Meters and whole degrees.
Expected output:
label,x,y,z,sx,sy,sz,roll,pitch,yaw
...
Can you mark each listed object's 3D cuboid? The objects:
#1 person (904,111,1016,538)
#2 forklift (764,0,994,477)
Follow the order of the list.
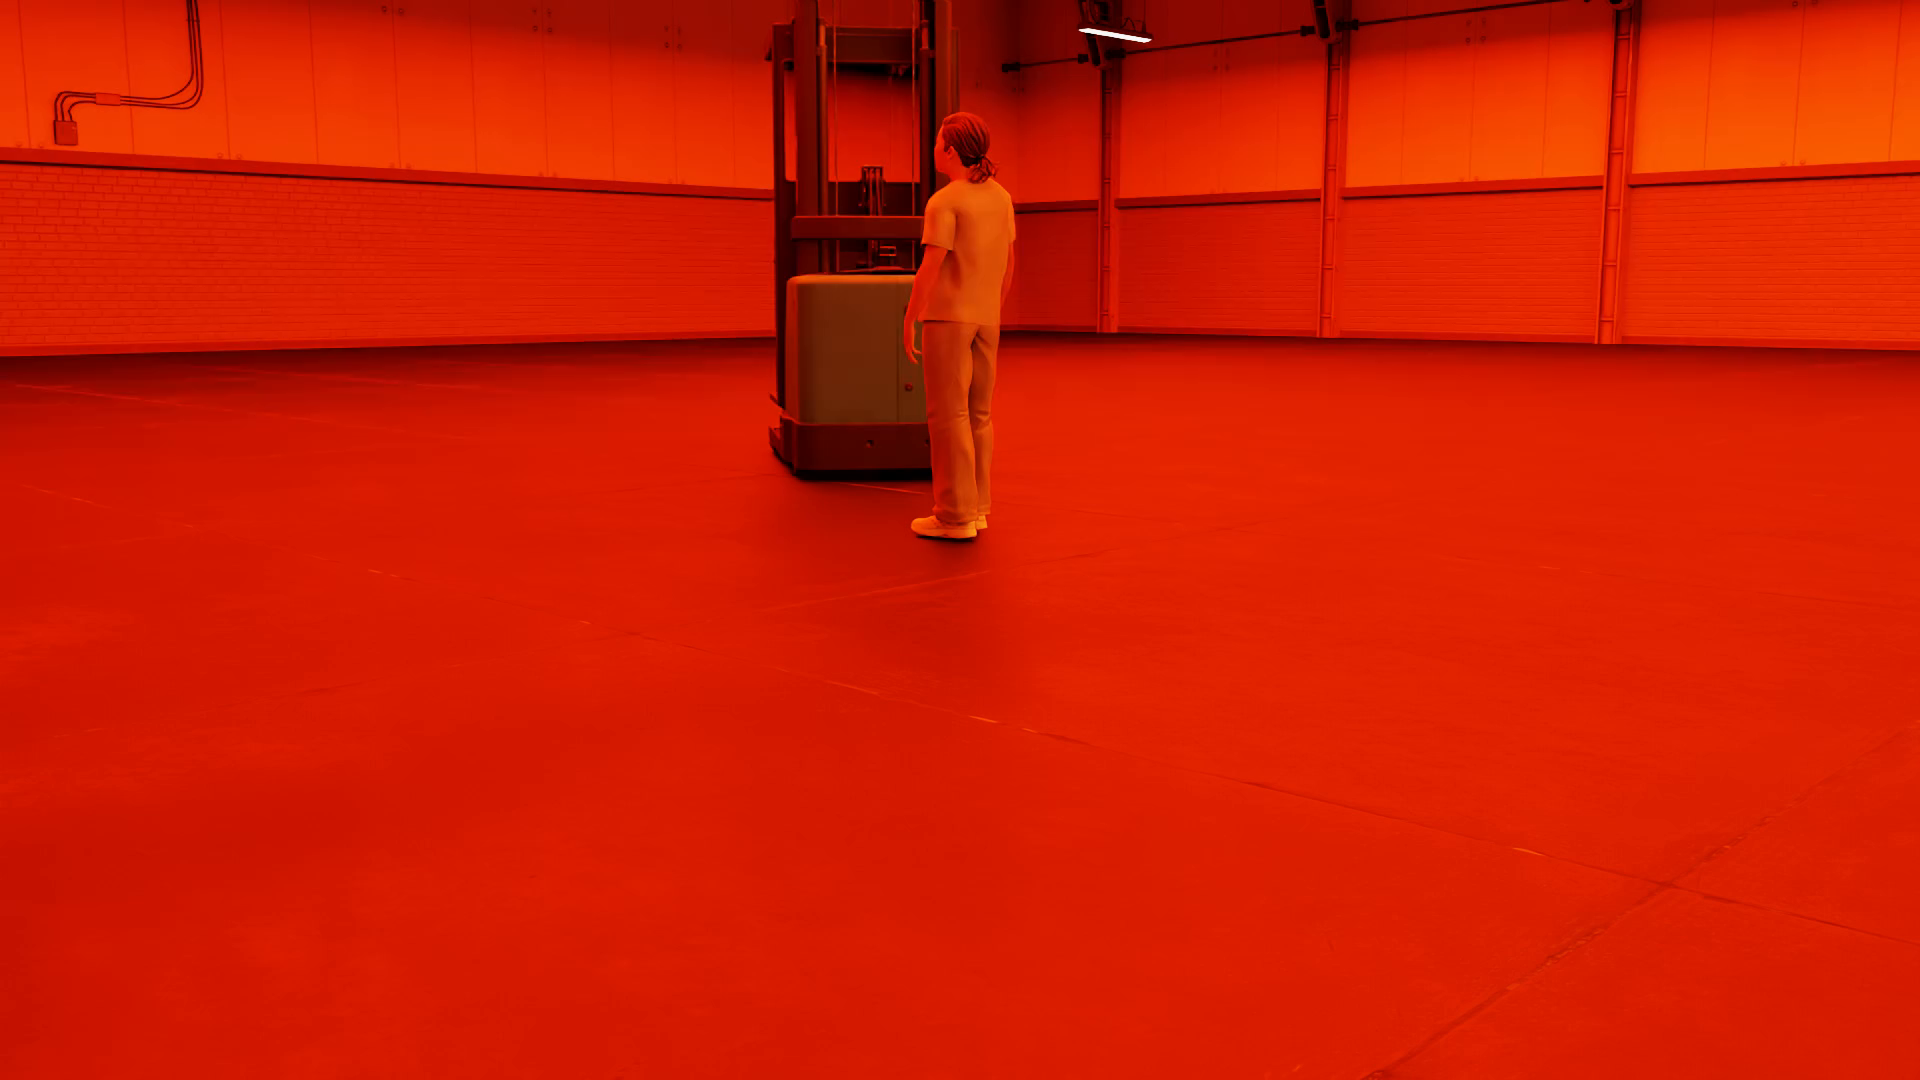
label,x,y,z,sx,sy,sz,roll,pitch,yaw
person,-0.044,-0.845,6.652,0.548,1.673,0.550,8,12,43
forklift,-0.585,-1.972,9.968,1.130,2.935,3.031,-2,9,-10
